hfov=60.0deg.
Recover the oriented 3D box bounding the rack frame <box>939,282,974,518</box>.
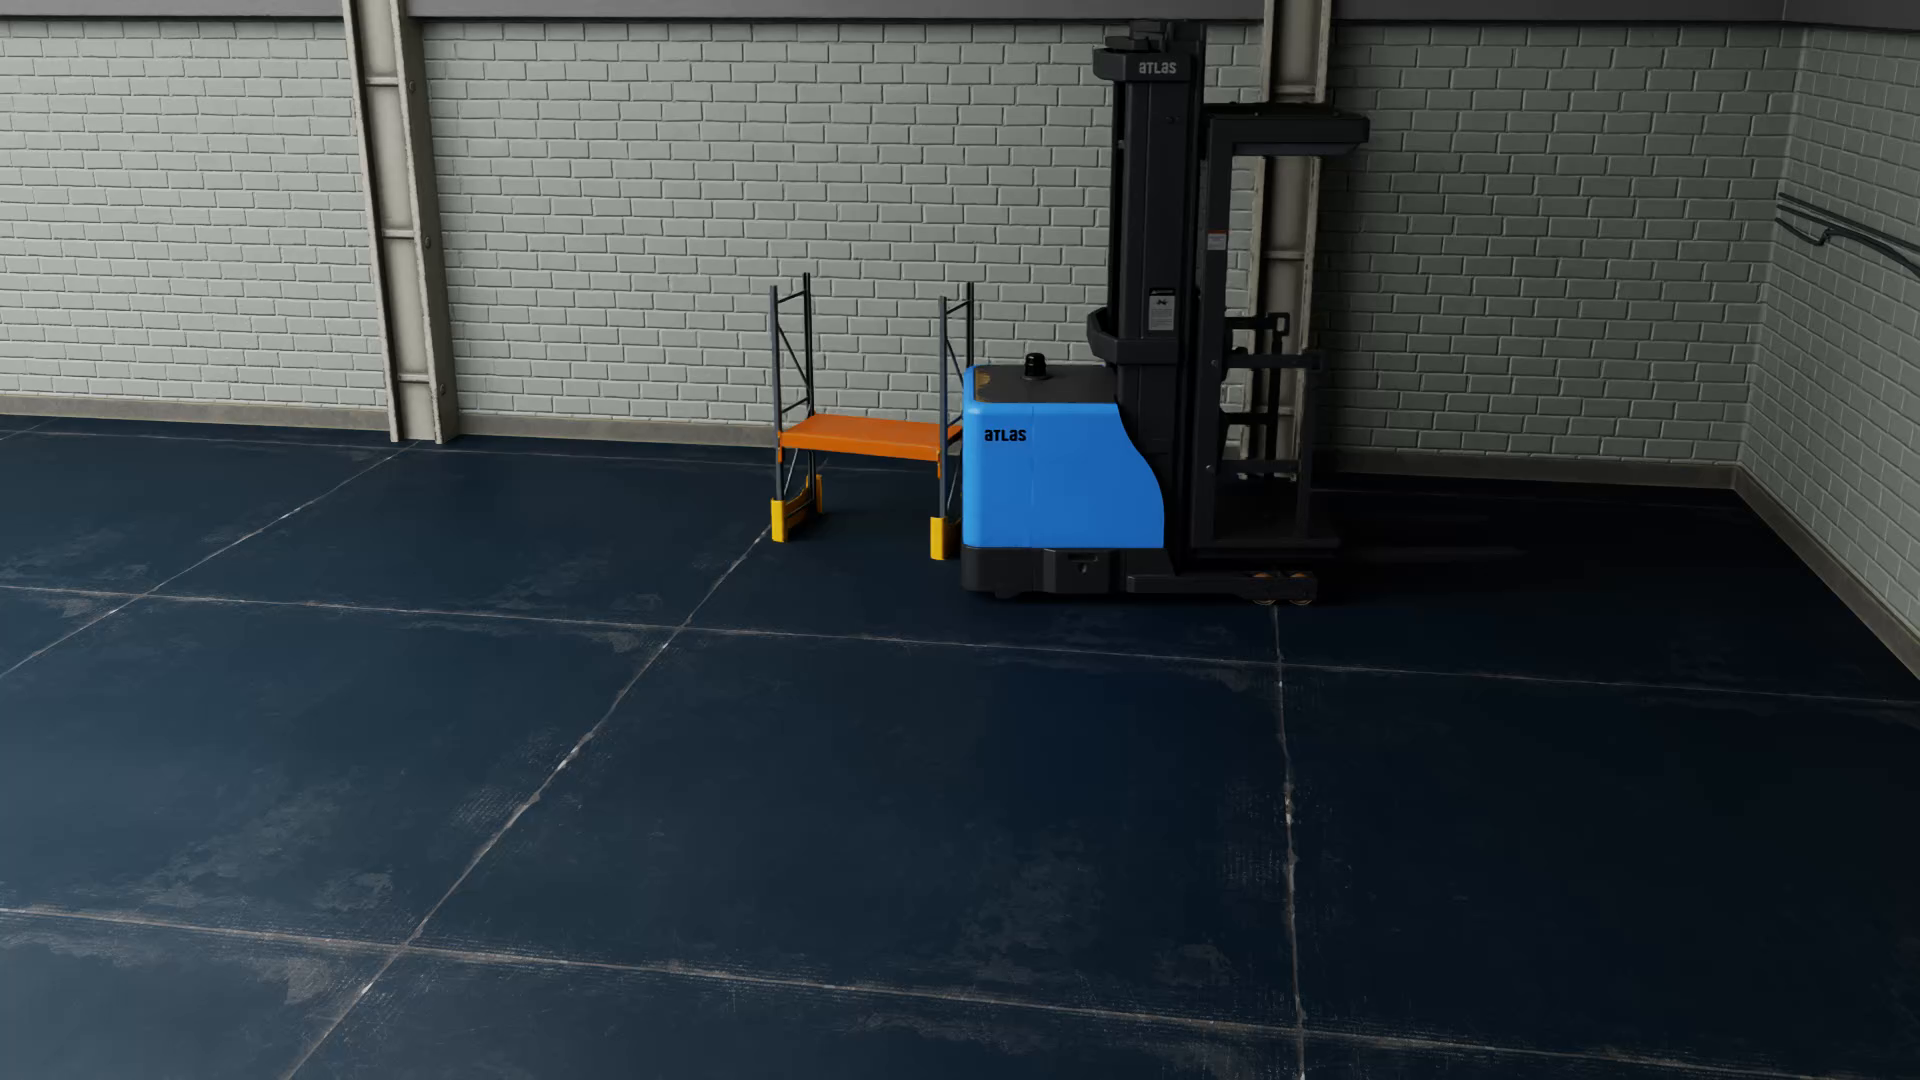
[{"bbox_3d":[-0.017,-0.684,9.482,0.032,1.500,0.500,6,20,18],"label":"rack frame"}]

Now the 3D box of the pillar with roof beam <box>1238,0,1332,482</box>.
[{"bbox_3d":[1.383,-3.361,5.665,0.400,9.000,9.100,3,19,9],"label":"pillar with roof beam"}]

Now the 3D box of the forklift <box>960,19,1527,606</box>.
[{"bbox_3d":[1.520,-1.215,8.814,3.031,2.935,1.130,0,19,0],"label":"forklift"}]

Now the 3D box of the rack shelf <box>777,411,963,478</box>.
[{"bbox_3d":[-0.497,-0.566,9.699,1.000,0.185,0.538,6,20,18],"label":"rack shelf"}]

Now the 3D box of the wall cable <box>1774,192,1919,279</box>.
[{"bbox_3d":[4.764,-2.674,8.507,0.112,2.526,3.097,3,19,9],"label":"wall cable"}]

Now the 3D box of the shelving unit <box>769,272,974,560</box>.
[{"bbox_3d":[-0.506,-0.738,9.644,1.083,1.500,0.587,6,20,18],"label":"shelving unit"}]

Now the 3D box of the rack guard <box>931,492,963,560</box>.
[{"bbox_3d":[-0.035,-0.093,9.687,0.087,0.250,0.587,6,20,18],"label":"rack guard"}]

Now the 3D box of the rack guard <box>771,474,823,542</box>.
[{"bbox_3d":[-0.976,-0.197,9.999,0.087,0.250,0.587,6,20,18],"label":"rack guard"}]

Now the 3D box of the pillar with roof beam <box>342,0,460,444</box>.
[{"bbox_3d":[-4.541,-3.663,6.567,0.400,9.000,9.100,3,19,9],"label":"pillar with roof beam"}]

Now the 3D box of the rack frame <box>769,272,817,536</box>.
[{"bbox_3d":[-0.977,-0.790,9.801,0.032,1.500,0.500,6,20,18],"label":"rack frame"}]
